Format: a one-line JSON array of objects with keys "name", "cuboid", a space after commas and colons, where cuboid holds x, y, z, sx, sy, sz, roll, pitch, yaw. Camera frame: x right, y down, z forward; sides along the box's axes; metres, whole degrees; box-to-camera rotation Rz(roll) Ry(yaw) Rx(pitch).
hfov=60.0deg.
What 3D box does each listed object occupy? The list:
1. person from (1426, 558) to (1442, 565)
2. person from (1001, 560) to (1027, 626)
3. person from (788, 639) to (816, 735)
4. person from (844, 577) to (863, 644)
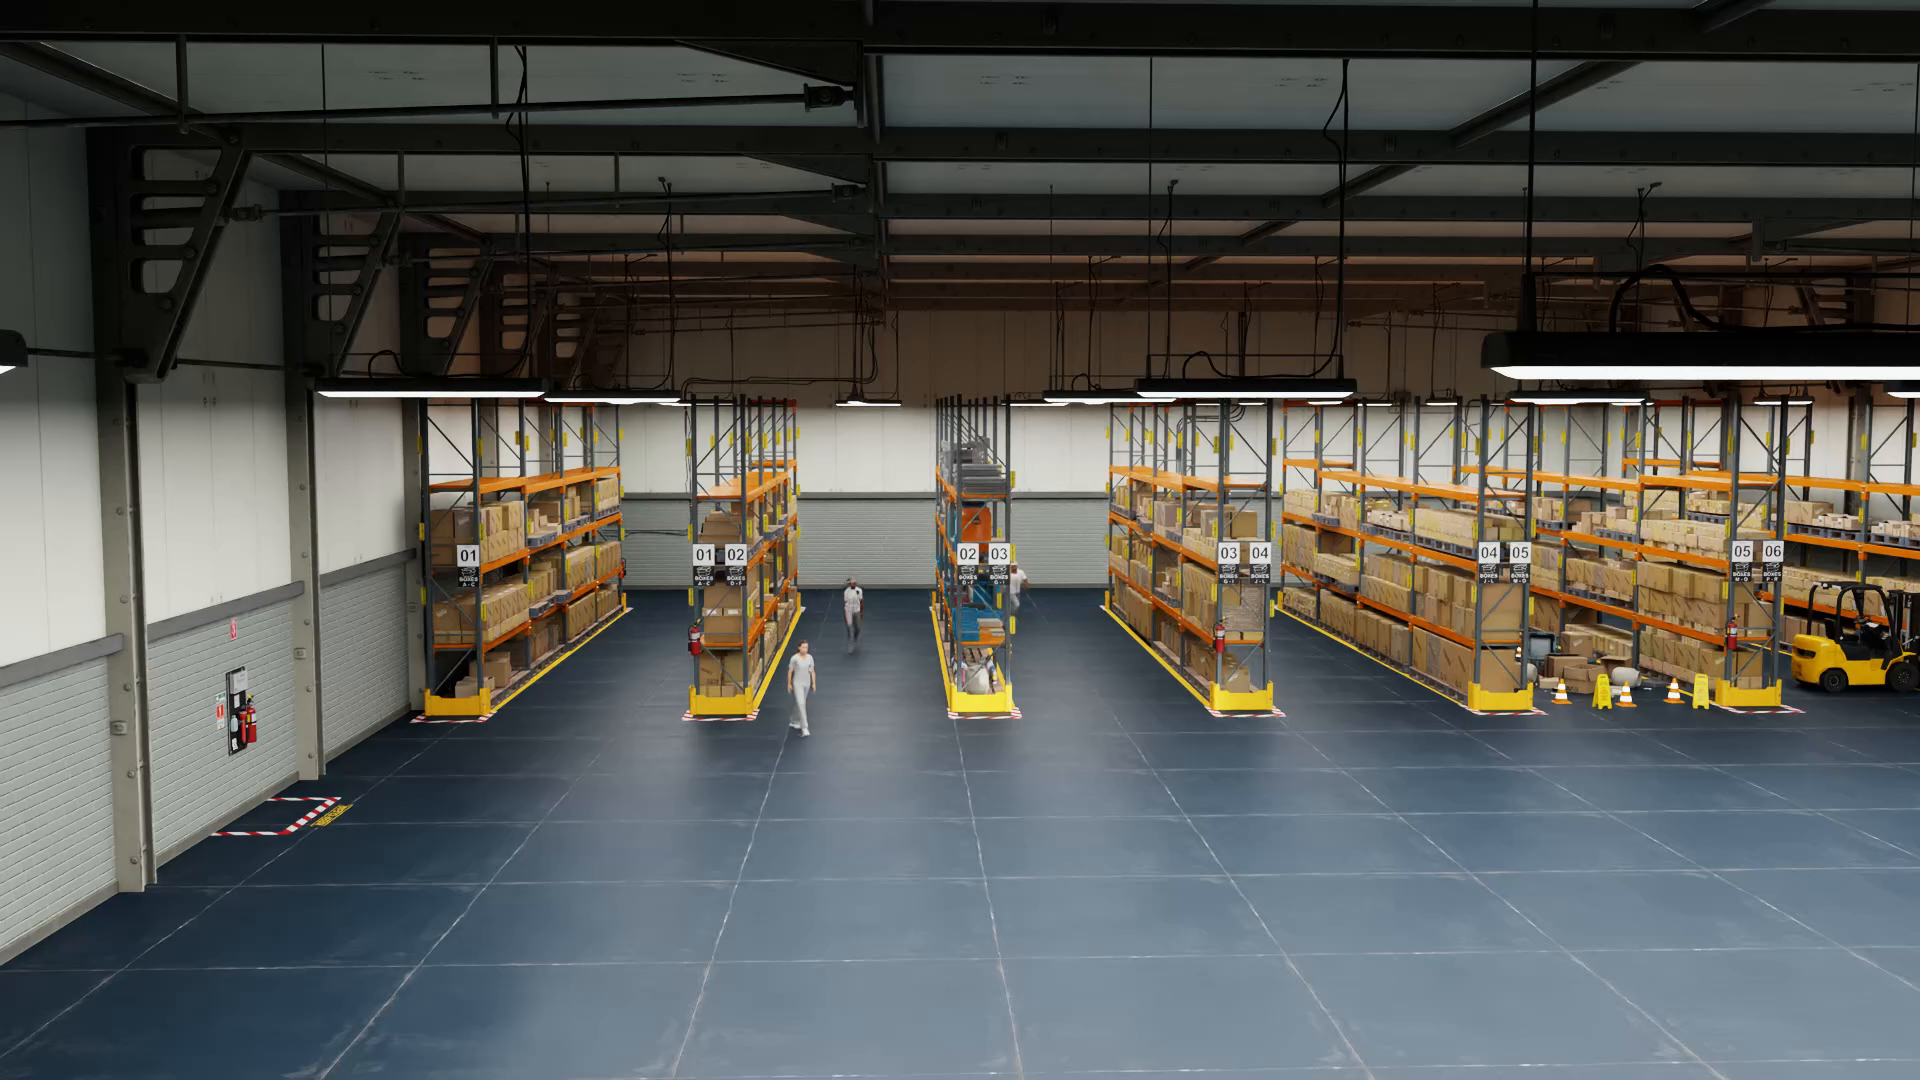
[{"name": "person", "cuboid": [14.685, 0.891, 51.328, 0.430, 1.546, 0.952, -3, 5, -30]}, {"name": "person", "cuboid": [1.417, 1.418, 44.123, 0.754, 1.799, 0.769, -4, 6, -42]}, {"name": "person", "cuboid": [-2.784, 2.568, 29.415, 0.486, 1.624, 0.928, -4, 6, -40]}, {"name": "person", "cuboid": [-2.498, 1.671, 39.056, 0.456, 1.658, 0.861, 0, 5, -5]}]
